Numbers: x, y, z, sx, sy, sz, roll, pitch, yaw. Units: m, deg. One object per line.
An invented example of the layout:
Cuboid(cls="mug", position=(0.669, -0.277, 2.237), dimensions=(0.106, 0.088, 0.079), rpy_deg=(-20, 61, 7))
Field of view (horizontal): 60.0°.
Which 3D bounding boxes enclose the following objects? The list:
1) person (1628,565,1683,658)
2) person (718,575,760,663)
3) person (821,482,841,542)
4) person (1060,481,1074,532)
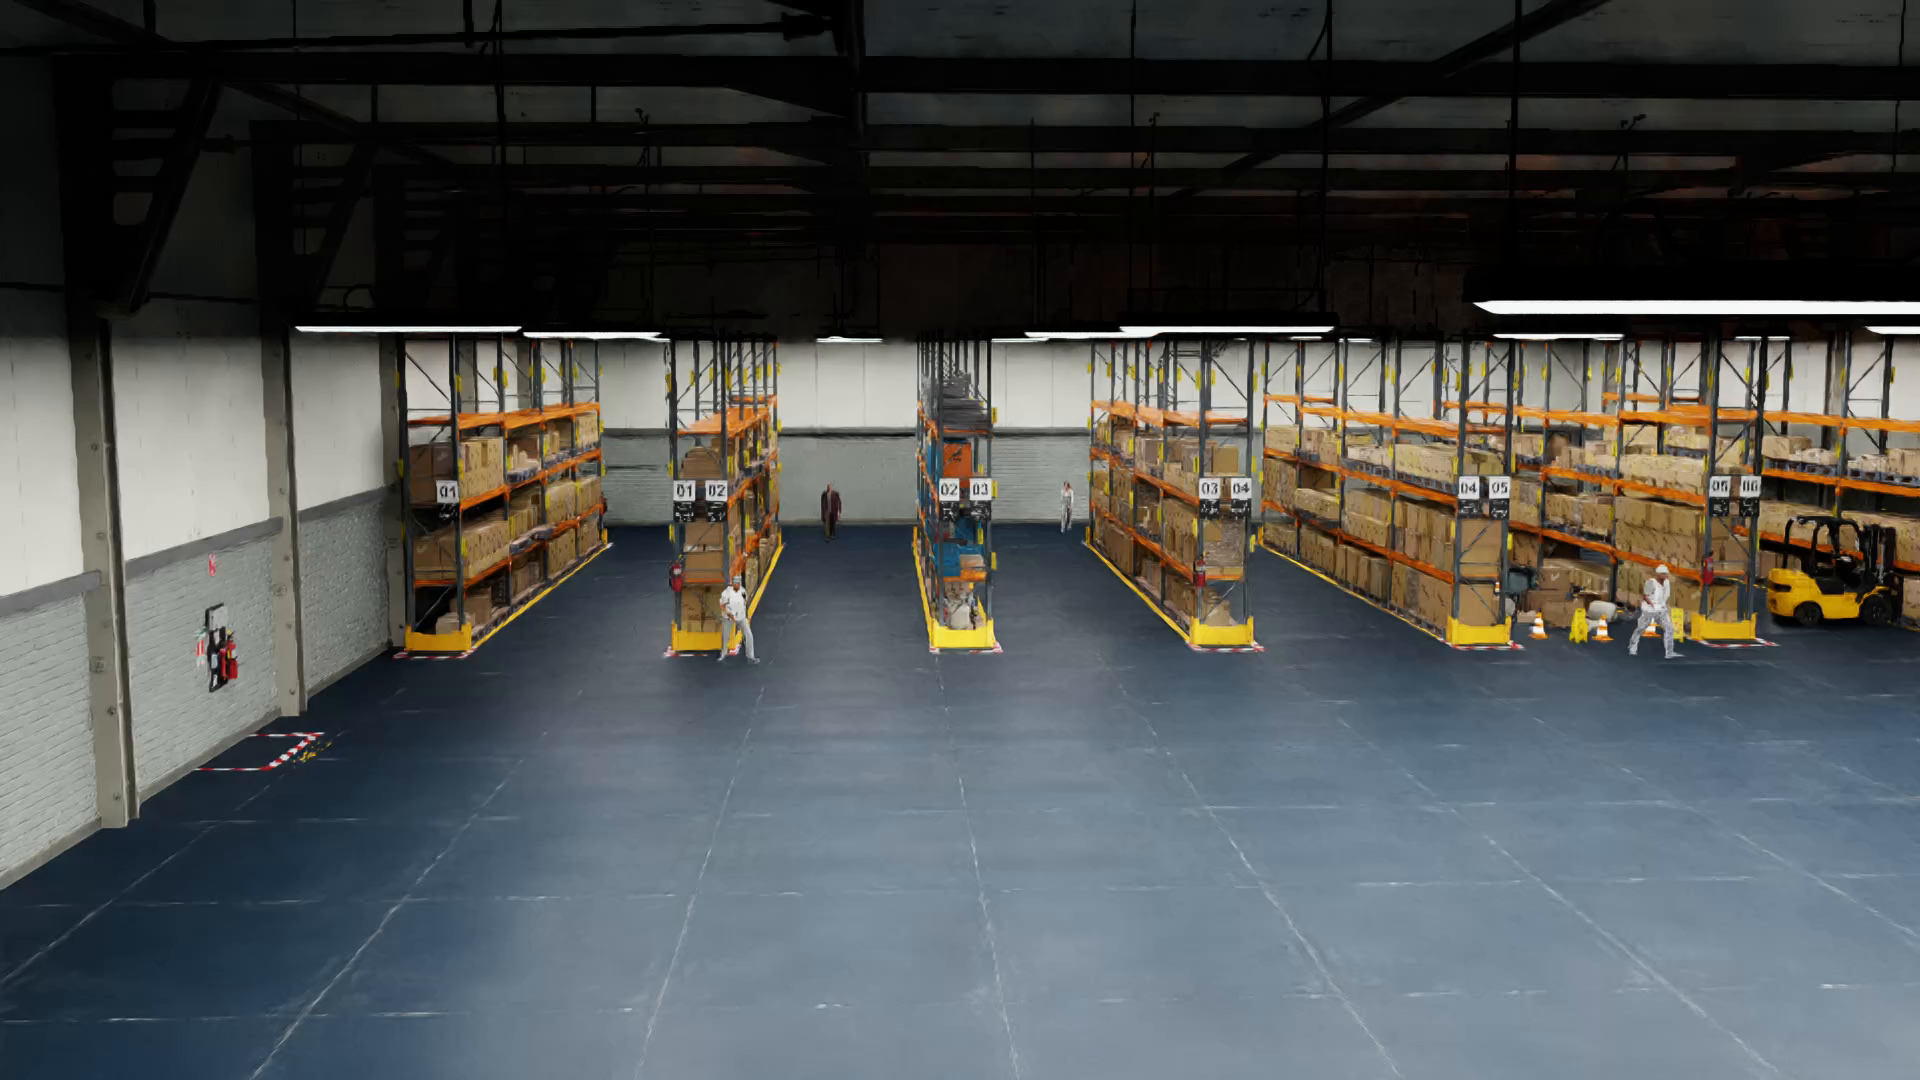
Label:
Cuboid(cls="person", position=(12.702, 1.287, 30.399), dimensions=(0.703, 1.718, 0.843), rpy_deg=(-2, 7, -19))
Cuboid(cls="person", position=(-4.029, 1.402, 29.944), dimensions=(0.665, 1.601, 0.794), rpy_deg=(-3, 7, -22))
Cuboid(cls="person", position=(-3.752, -0.828, 48.297), dimensions=(0.600, 1.725, 1.094), rpy_deg=(-1, 7, -4))
Cuboid(cls="person", position=(3.274, -1.043, 50.856), dimensions=(0.408, 1.533, 0.961), rpy_deg=(1, 7, 6))
